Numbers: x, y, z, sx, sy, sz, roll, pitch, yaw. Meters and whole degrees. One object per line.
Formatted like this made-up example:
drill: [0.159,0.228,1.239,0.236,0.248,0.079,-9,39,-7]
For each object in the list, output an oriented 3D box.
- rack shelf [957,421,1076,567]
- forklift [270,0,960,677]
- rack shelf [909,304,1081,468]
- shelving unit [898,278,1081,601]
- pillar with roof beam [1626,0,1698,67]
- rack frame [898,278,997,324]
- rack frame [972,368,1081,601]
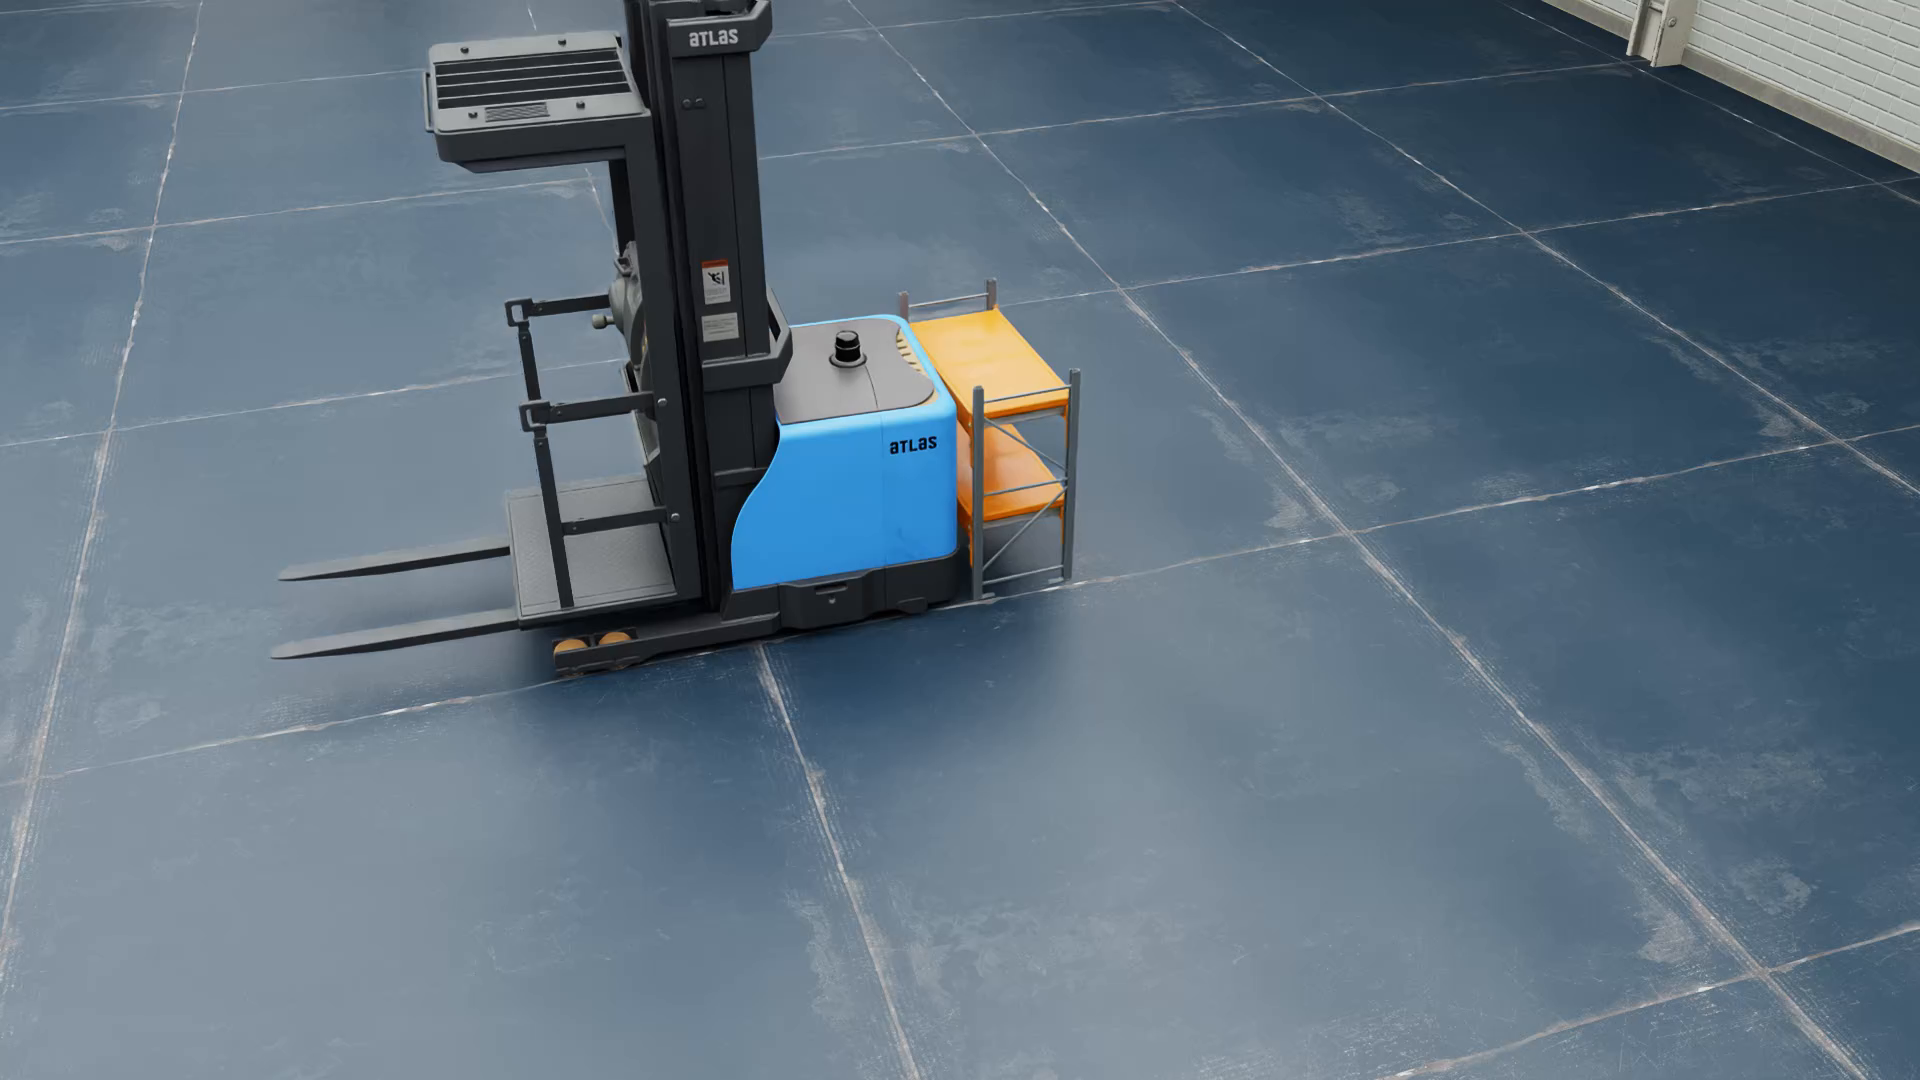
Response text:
rack shelf: [0.117,-0.296,8.122,0.538,0.278,1.000,-12,35,-17]
forklift: [-1.576,-0.943,7.018,3.031,2.935,1.130,-9,35,-13]
rack shelf: [0.117,-0.745,7.826,0.538,0.278,1.000,-12,35,-17]
shelving unit: [0.117,-0.500,7.987,0.538,1.125,1.048,-12,35,-17]
pillar with roof beam: [2.031,-7.279,11.103,9.100,9.000,0.400,-10,35,-15]
rack frame: [-0.060,-0.763,8.385,0.500,1.125,0.032,-12,35,-17]
rack frame: [0.294,-0.238,7.589,0.500,1.125,0.032,-12,35,-17]
